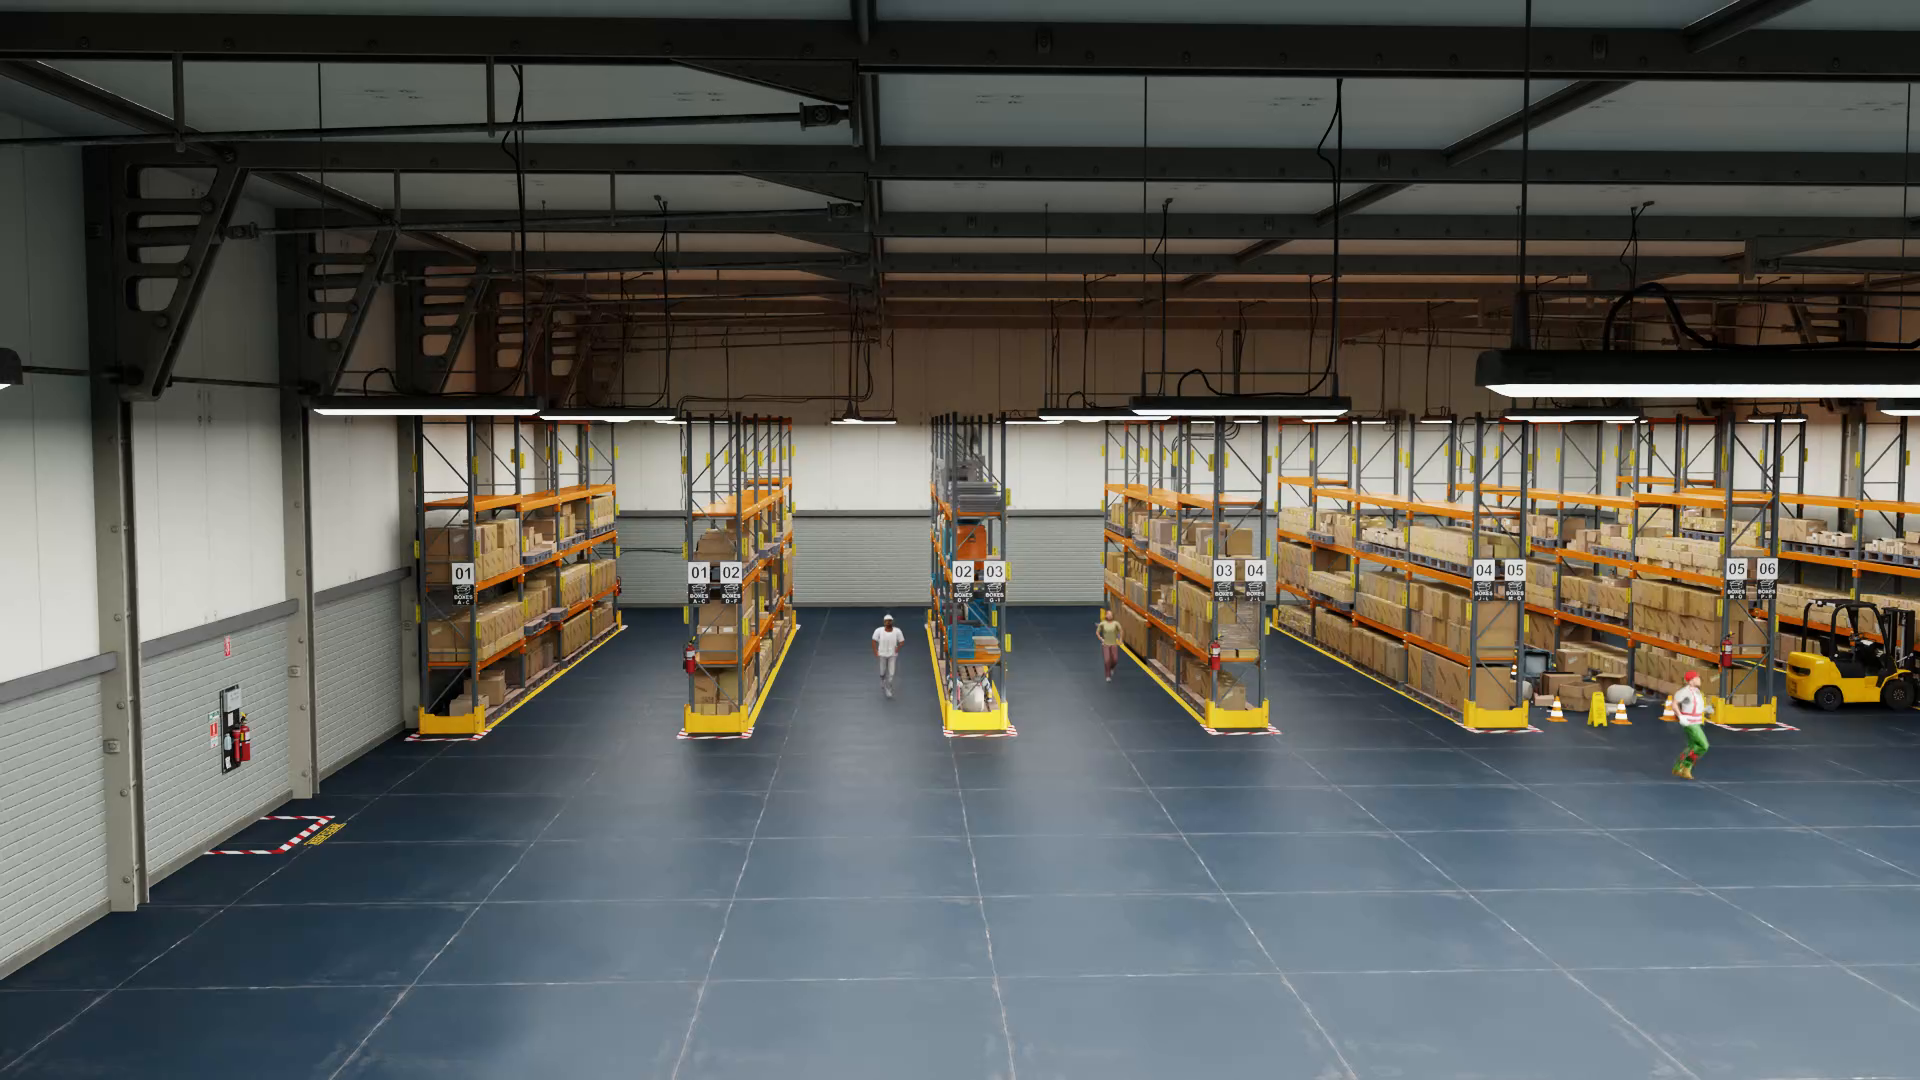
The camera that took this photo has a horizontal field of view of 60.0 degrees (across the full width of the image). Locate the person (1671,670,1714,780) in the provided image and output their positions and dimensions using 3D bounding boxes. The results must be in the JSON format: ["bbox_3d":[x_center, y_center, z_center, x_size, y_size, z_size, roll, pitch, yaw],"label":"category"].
[{"bbox_3d":[11.879,2.995,26.953,0.590,1.767,0.719,4,5,43],"label":"person"}]

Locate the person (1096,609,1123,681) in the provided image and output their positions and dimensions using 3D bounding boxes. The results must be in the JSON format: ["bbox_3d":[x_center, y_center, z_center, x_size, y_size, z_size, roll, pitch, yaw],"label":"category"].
[{"bbox_3d":[3.363,2.361,37.431,0.625,1.622,0.577,0,4,-3],"label":"person"}]

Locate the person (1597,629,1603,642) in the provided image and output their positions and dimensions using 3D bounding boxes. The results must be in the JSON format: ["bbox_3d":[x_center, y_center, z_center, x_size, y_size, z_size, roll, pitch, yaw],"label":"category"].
[{"bbox_3d":[16.425,1.969,42.605,0.712,1.738,0.653,0,4,-2],"label":"person"}]

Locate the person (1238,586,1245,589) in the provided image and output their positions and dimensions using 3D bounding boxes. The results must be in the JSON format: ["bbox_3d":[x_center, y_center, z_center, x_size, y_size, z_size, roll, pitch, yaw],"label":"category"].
[{"bbox_3d":[7.806,1.678,47.726,0.555,1.606,0.617,-3,5,-40],"label":"person"}]

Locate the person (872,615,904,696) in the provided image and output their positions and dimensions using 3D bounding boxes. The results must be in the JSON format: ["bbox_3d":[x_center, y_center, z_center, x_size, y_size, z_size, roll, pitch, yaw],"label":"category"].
[{"bbox_3d":[-1.536,2.455,35.464,0.703,1.724,0.610,0,4,-1],"label":"person"}]
